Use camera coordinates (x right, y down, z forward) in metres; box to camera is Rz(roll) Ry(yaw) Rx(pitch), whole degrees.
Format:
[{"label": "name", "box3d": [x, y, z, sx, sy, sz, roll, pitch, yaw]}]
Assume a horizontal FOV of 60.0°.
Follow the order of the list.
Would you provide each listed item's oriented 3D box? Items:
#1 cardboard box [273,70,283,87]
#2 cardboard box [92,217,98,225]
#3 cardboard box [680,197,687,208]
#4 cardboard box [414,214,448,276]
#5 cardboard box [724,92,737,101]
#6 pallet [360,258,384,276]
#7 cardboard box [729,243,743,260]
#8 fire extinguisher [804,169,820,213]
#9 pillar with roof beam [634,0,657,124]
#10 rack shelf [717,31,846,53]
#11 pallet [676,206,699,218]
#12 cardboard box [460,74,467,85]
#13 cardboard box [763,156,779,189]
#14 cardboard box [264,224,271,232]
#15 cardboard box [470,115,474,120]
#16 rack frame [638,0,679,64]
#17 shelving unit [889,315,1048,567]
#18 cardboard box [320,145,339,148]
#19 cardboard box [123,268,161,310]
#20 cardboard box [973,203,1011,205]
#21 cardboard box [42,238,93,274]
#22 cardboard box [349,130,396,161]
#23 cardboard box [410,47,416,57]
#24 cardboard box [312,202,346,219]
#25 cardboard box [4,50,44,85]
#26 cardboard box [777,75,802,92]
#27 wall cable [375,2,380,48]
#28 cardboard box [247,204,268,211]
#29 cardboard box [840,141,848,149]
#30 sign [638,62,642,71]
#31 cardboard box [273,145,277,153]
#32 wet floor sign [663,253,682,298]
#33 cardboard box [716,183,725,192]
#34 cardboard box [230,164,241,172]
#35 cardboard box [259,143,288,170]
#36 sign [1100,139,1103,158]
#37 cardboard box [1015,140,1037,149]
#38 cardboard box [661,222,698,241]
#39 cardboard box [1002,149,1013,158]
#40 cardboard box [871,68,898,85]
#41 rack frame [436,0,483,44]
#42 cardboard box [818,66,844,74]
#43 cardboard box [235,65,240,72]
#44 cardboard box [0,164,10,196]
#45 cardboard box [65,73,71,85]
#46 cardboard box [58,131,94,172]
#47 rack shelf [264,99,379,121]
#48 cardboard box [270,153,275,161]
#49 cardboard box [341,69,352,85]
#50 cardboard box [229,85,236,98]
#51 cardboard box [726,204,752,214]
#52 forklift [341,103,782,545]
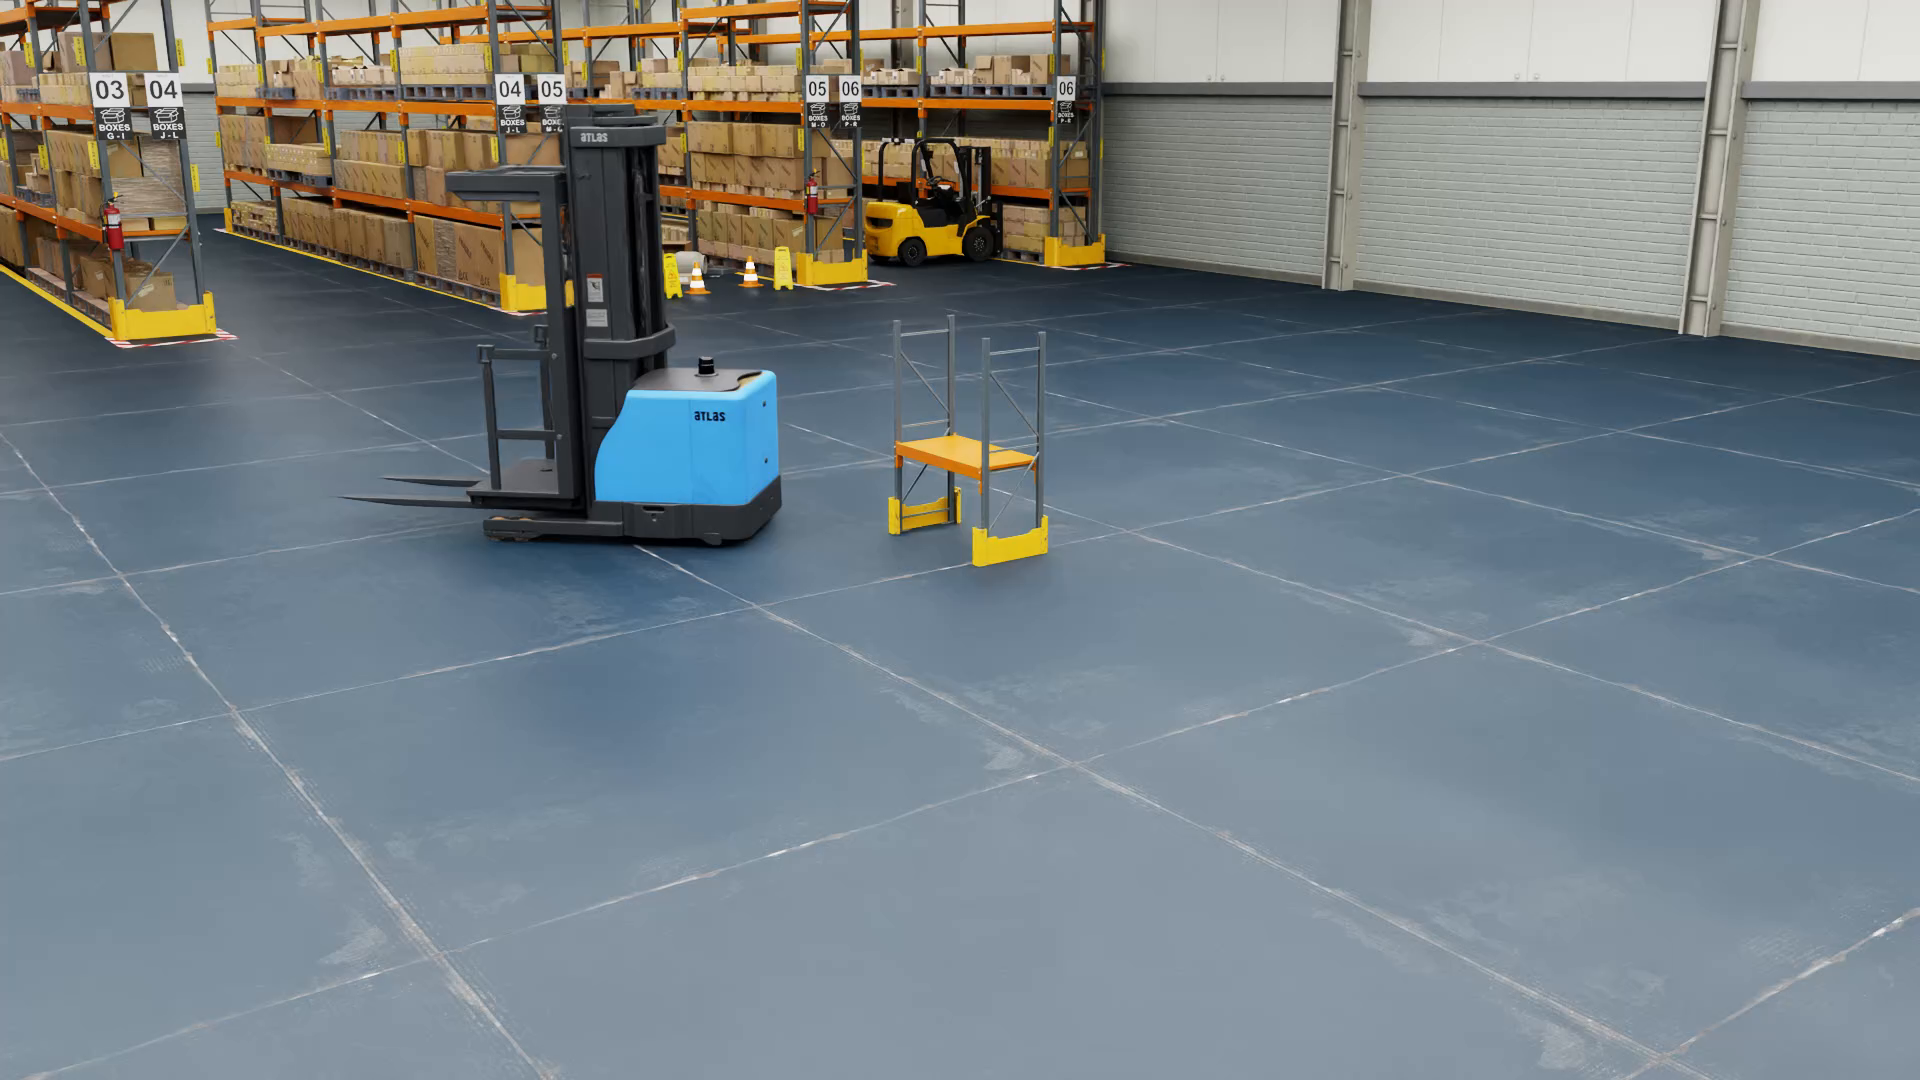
[{"label": "cardboard box", "box3d": [-12.650, -8.721, 31.451, 0.500, 0.311, 0.500, -11, 19, -35]}, {"label": "cardboard box", "box3d": [-11.096, -4.197, 21.704, 0.380, 0.149, 0.250, -11, 19, -35]}, {"label": "cardboard box", "box3d": [-6.408, -8.286, 40.106, 0.500, 0.500, 0.500, -10, 18, -34]}, {"label": "cardboard box", "box3d": [-7.981, -4.660, 26.149, 0.875, 0.875, 0.875, -11, 19, -34]}, {"label": "cardboard box", "box3d": [-3.678, -7.349, 27.540, 0.380, 0.149, 0.250, -11, 19, -36]}, {"label": "pallet", "box3d": [-9.530, -4.696, 28.334, 1.003, 0.211, 1.213, -11, 19, -35]}, {"label": "cardboard box", "box3d": [-3.584, -4.901, 28.212, 0.500, 0.250, 0.500, -11, 19, -35]}, {"label": "fire extinguisher", "box3d": [-2.303, -5.430, 25.879, 0.296, 0.674, 0.183, -11, 19, -35]}, {"label": "pillar with roof beam", "box3d": [-11.731, -12.692, 40.902, 9.100, 9.000, 0.400, -11, 19, -35]}, {"label": "rack shelf", "box3d": [-3.865, -10.823, 36.195, 1.077, 0.370, 4.000, -11, 19, -35]}, {"label": "pallet", "box3d": [-6.165, -7.959, 40.257, 1.003, 0.211, 1.213, -11, 19, -35]}, {"label": "cardboard box", "box3d": [-6.859, -6.531, 23.564, 0.380, 0.149, 0.250, -11, 19, -34]}, {"label": "cardboard box", "box3d": [-2.830, -5.936, 26.828, 0.500, 0.500, 0.500, -11, 19, -34]}, {"label": "cardboard box", "box3d": [-13.797, -6.309, 33.549, 0.380, 0.149, 0.250, -12, 19, -36]}, {"label": "cardboard box", "box3d": [-10.670, -9.425, 37.017, 0.380, 0.149, 0.250, -11, 19, -34]}, {"label": "rack frame", "box3d": [-7.392, -12.645, 40.729, 1.000, 3.000, 0.127, -11, 19, -35]}, {"label": "shelving unit", "box3d": [0.045, -0.707, 11.319, 0.587, 1.500, 1.083, -11, 19, -35]}, {"label": "cardboard box", "box3d": [-11.838, -7.370, 31.375, 0.380, 0.149, 0.250, -12, 19, -37]}, {"label": "cardboard box", "box3d": [-10.746, -3.280, 21.818, 0.500, 0.500, 0.500, -6, 16, -20]}, {"label": "cardboard box", "box3d": [0.591, -6.067, 30.578, 0.500, 0.250, 0.500, -11, 19, -36]}, {"label": "cardboard box", "box3d": [-13.971, -4.483, 26.176, 0.700, 0.500, 0.500, -13, 20, -39]}, {"label": "cardboard box", "box3d": [-10.092, -6.807, 28.680, 0.700, 0.500, 0.500, -11, 19, -35]}, {"label": "cardboard box", "box3d": [-8.055, -7.349, 25.045, 0.380, 0.149, 0.250, -11, 19, -35]}, {"label": "cardboard box", "box3d": [-11.566, -6.052, 30.523, 0.500, 0.250, 0.500, -11, 19, -34]}, {"label": "cardboard box", "box3d": [-14.053, -7.114, 25.067, 0.500, 0.500, 0.500, -12, 19, -36]}, {"label": "cardboard box", "box3d": [-2.517, -7.148, 26.051, 0.500, 0.250, 0.500, -11, 19, -35]}, {"label": "wall cable", "box3d": [-14.978, -13.044, 42.189, 0.463, 3.000, 0.029, -11, 19, -35]}, {"label": "cardboard box", "box3d": [-14.644, -6.925, 34.673, 0.380, 0.149, 0.250, -10, 18, -32]}, {"label": "cardboard box", "box3d": [-2.246, -8.128, 34.174, 0.380, 0.149, 0.250, -11, 19, -34]}, {"label": "sign", "box3d": [-7.831, -11.535, 40.701, 0.100, 0.325, 0.005, -11, 19, -35]}, {"label": "cardboard box", "box3d": [-12.821, -7.435, 31.611, 0.380, 0.149, 0.250, -11, 19, -34]}, {"label": "wet floor sign", "box3d": [-4.324, -3.939, 24.745, 0.232, 0.644, 0.267, 14, 21, 42]}, {"label": "cardboard box", "box3d": [-3.935, -6.023, 28.376, 0.380, 0.149, 0.250, -10, 18, -33]}, {"label": "cardboard box", "box3d": [-15.126, -7.835, 34.996, 0.380, 0.149, 0.250, -12, 19, -36]}, {"label": "cardboard box", "box3d": [-13.511, -7.587, 32.861, 0.500, 0.500, 0.500, -11, 19, -34]}, {"label": "sign", "box3d": [2.468, -6.875, 29.223, 0.100, 0.325, 0.005, -11, 19, -35]}, {"label": "cardboard box", "box3d": [1.202, -7.047, 29.660, 0.380, 0.149, 0.250, -11, 19, -34]}, {"label": "cardboard box", "box3d": [-5.085, -5.617, 30.599, 0.950, 0.372, 0.625, -10, 18, -31]}, {"label": "cardboard box", "box3d": [0.976, -6.945, 29.852, 0.380, 0.149, 0.250, -12, 19, -36]}, {"label": "cardboard box", "box3d": [-1.411, -9.124, 32.731, 0.500, 0.311, 0.500, -12, 19, -36]}, {"label": "rack frame", "box3d": [-11.405, -11.873, 37.911, 1.000, 3.000, 0.127, -11, 19, -35]}, {"label": "cardboard box", "box3d": [-2.042, -7.381, 26.145, 0.380, 0.149, 0.250, -11, 19, -35]}, {"label": "cardboard box", "box3d": [-14.350, -9.491, 33.471, 0.380, 0.149, 0.250, -11, 19, -35]}, {"label": "cardboard box", "box3d": [-15.496, -5.956, 27.465, 0.500, 0.500, 0.500, -11, 19, -35]}, {"label": "cardboard box", "box3d": [-11.188, -5.881, 21.230, 0.380, 0.149, 0.250, -12, 19, -37]}, {"label": "cardboard box", "box3d": [-11.718, -5.204, 22.261, 0.500, 0.500, 0.500, -11, 19, -35]}, {"label": "rack shelf", "box3d": [-11.822, -8.008, 30.835, 1.077, 0.370, 4.000, -11, 19, -35]}, {"label": "cardboard box", "box3d": [-12.984, -7.350, 31.865, 0.380, 0.149, 0.250, -11, 19, -36]}, {"label": "cardboard box", "box3d": [-10.104, -7.811, 28.050, 0.500, 0.250, 0.500, -10, 18, -33]}, {"label": "cardboard box", "box3d": [-14.673, -9.208, 34.137, 0.500, 0.250, 0.500, -12, 19, -36]}, {"label": "cardboard box", "box3d": [-3.732, -5.598, 28.110, 0.380, 0.149, 0.250, -10, 18, -31]}, {"label": "forklift", "box3d": [-2.869, -1.535, 11.634, 3.031, 2.935, 1.130, 2, 15, 8]}]
